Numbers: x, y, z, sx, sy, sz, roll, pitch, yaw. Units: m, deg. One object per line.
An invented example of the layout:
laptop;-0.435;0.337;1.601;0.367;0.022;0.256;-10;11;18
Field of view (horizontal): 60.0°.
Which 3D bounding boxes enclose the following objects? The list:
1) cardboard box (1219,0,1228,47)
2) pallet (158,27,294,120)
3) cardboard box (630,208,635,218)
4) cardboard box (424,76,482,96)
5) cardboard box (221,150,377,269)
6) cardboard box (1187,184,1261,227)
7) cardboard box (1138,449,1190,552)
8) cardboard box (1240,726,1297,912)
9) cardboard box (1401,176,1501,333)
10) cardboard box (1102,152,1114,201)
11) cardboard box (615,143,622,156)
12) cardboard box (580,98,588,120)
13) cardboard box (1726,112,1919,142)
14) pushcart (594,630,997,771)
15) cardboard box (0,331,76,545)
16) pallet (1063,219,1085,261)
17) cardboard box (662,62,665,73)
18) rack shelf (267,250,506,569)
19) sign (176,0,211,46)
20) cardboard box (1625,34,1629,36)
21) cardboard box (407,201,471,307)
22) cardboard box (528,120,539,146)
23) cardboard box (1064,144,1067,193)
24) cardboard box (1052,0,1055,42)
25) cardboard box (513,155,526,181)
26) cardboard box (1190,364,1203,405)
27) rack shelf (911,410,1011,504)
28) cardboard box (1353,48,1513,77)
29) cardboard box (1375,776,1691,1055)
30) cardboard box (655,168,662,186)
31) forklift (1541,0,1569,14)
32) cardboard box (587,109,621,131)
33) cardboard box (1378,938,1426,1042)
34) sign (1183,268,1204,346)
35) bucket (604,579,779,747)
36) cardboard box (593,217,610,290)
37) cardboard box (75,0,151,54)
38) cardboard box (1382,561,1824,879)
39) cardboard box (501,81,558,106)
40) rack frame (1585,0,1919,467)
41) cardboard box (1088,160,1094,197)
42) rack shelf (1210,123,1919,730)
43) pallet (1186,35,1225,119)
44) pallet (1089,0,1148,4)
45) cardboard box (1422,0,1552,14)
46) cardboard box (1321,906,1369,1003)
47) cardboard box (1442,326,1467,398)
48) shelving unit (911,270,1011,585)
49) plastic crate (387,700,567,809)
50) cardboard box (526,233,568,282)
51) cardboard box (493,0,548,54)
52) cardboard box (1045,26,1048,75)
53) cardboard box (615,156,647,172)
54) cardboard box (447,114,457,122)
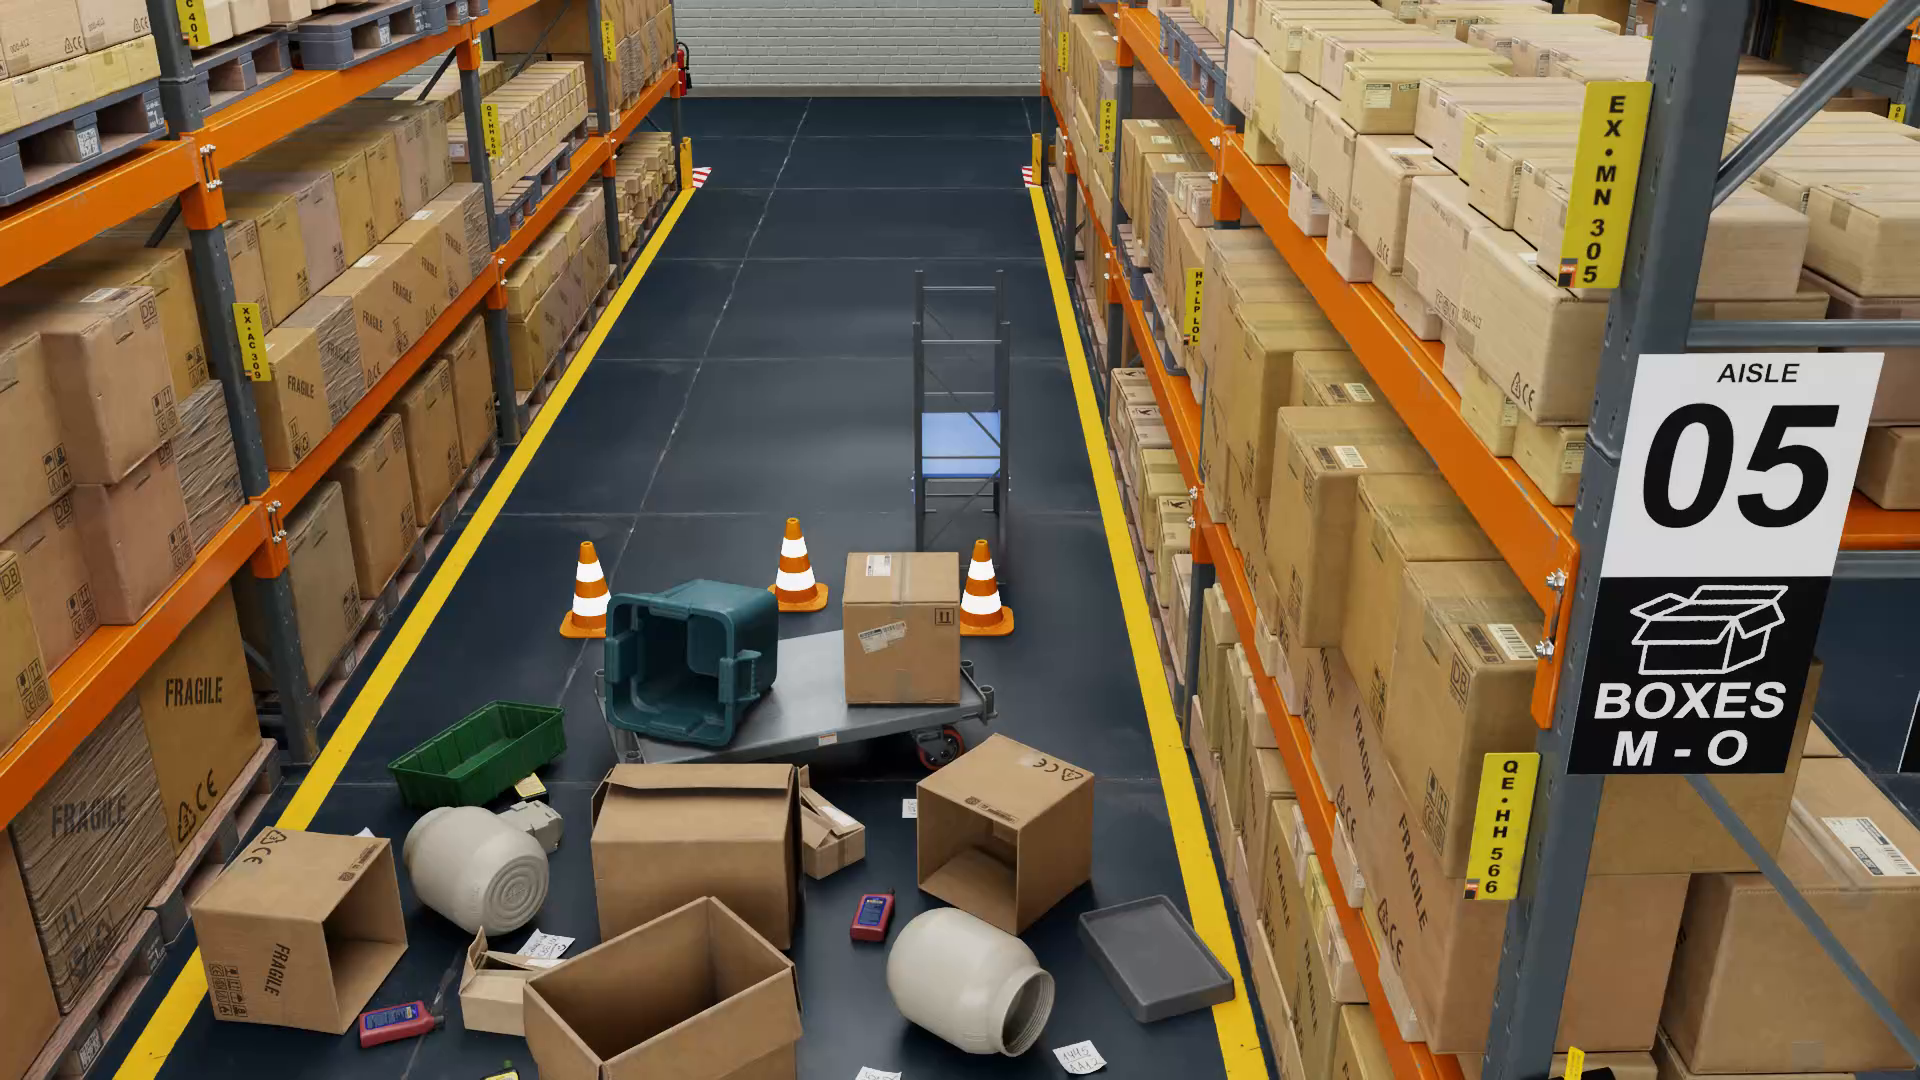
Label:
cardboard box;1.377;-2.160;6.917;0.500;0.250;0.500;-1;24;-2
pallet;-3.480;-2.023;7.175;0.805;0.209;1.217;-1;24;-3
cardboard box;-3.339;-3.133;15.988;0.380;0.149;0.250;-1;24;-3
cardboard box;-3.954;-3.523;12.972;0.380;0.149;0.250;-1;24;-1
cardboard box;-3.449;-1.700;8.534;0.700;0.500;0.500;0;24;-1
cardboard box;1.276;-1.571;7.804;0.380;0.149;0.250;-1;24;-2
cardboard box;1.499;-0.223;9.282;0.950;0.372;0.625;1;24;1
cardboard box;1.286;0.968;5.886;0.500;0.500;0.500;1;24;2
cardboard box;1.306;-0.633;3.690;0.500;0.250;0.500;-1;24;-1
cardboard box;1.225;-2.436;11.072;0.500;0.250;0.500;0;24;-1
cardboard box;-3.762;-4.144;17.500;0.380;0.149;0.250;0;24;0
cardboard box;-3.306;-3.577;13.813;0.380;0.149;0.250;-1;24;-2
cardboard box;1.884;-0.855;3.699;0.380;0.149;0.250;0;24;-1
pushcart;-0.752;0.796;7.533;1.648;0.377;0.936;-9;26;-19
cardboard box;-3.461;-0.325;5.336;0.875;0.550;0.550;0;24;-1
pallet;1.510;-2.770;15.617;1.003;0.211;1.213;0;24;-1
cardboard box;-3.300;-4.961;17.383;0.380;0.149;0.250;0;24;-1
rack shelf;-3.443;-0.862;8.890;1.077;0.370;4.000;0;24;-1
sign;-2.866;-2.007;6.185;0.100;0.325;0.005;0;24;-1
cardboard box;6.635;-5.065;17.130;0.500;0.250;0.500;0;24;0
cardboard box;-3.187;-1.670;9.681;0.500;0.500;0.500;0;24;-1
cardboard box;-3.284;-2.957;12.083;0.380;0.149;0.250;0;24;-1
cardboard box;1.522;-3.750;17.001;0.875;0.438;0.875;0;24;1
cardboard box;1.150;-5.046;15.933;0.500;0.500;0.500;0;24;0
cardboard box;-3.278;-2.609;11.675;0.380;0.149;0.250;1;24;2
cardboard box;1.246;-0.718;7.492;0.380;0.149;0.250;0;24;0
rack shelf;0.001;-0.484;9.437;0.538;0.185;1.000;0;24;-1
cardboard box;1.304;-1.274;4.624;0.380;0.149;0.250;0;24;0
cardboard box;1.290;0.815;3.826;0.500;0.500;0.500;-1;24;-1
cardboard box;-3.235;-3.695;16.869;0.380;0.149;0.250;0;24;0
forklift;3.050;-1.598;9.727;1.130;2.935;3.031;0;24;0
cardboard box;-3.184;-3.666;14.521;0.380;0.149;0.250;1;24;1
cardboard box;1.240;1.076;4.036;0.380;0.149;0.250;-1;24;-1
sign;0.973;-0.953;6.813;0.100;0.325;0.005;0;24;-1
bucket;-1.114;0.479;7.180;0.726;0.611;0.620;8;16;18
cardboard box;-3.248;-2.411;13.965;0.500;0.500;0.500;-1;24;-2
cardboard box;-3.159;-1.835;5.718;0.500;0.250;0.500;-1;24;-1
cardboard box;1.348;0.372;3.591;0.700;0.500;0.500;-1;24;-2
cardboard box;-3.302;-3.419;12.743;0.380;0.149;0.250;-1;24;-2
rack frame;1.571;-1.515;2.180;1.000;3.000;0.127;0;24;-1
cardboard box;1.208;-2.635;12.118;0.500;0.250;0.500;0;24;-1
rack shelf;1.550;-0.645;4.768;1.077;0.370;4.000;0;24;-1
pallet;1.628;-1.966;7.045;1.213;0.211;1.003;0;24;-1
pallet;1.424;-3.624;10.712;1.213;0.211;1.003;1;24;2
cardboard box;1.829;-1.809;5.807;0.380;0.149;0.250;-1;24;-2
cardboard box;1.231;1.163;4.669;0.380;0.149;0.250;0;24;1
cardboard box;1.284;-0.392;3.641;0.380;0.149;0.250;0;24;1
shelving unit;0.001;-0.648;9.363;0.538;1.500;1.048;0;24;-1
plastic crate;-2.109;0.955;7.341;0.450;0.188;0.662;3;22;31
cardboard box;-3.228;-2.106;12.381;0.500;0.250;0.500;0;24;0
cardboard box;-3.784;-4.492;14.346;0.500;0.500;0.500;-1;24;-2
cardboard box;1.148;-5.013;17.072;0.500;0.500;0.500;-1;24;-1
cardboard box;-3.327;-3.721;16.565;0.380;0.149;0.250;-1;24;-2
cardboard box;-3.945;-3.066;12.323;0.380;0.149;0.250;-1;24;-2
